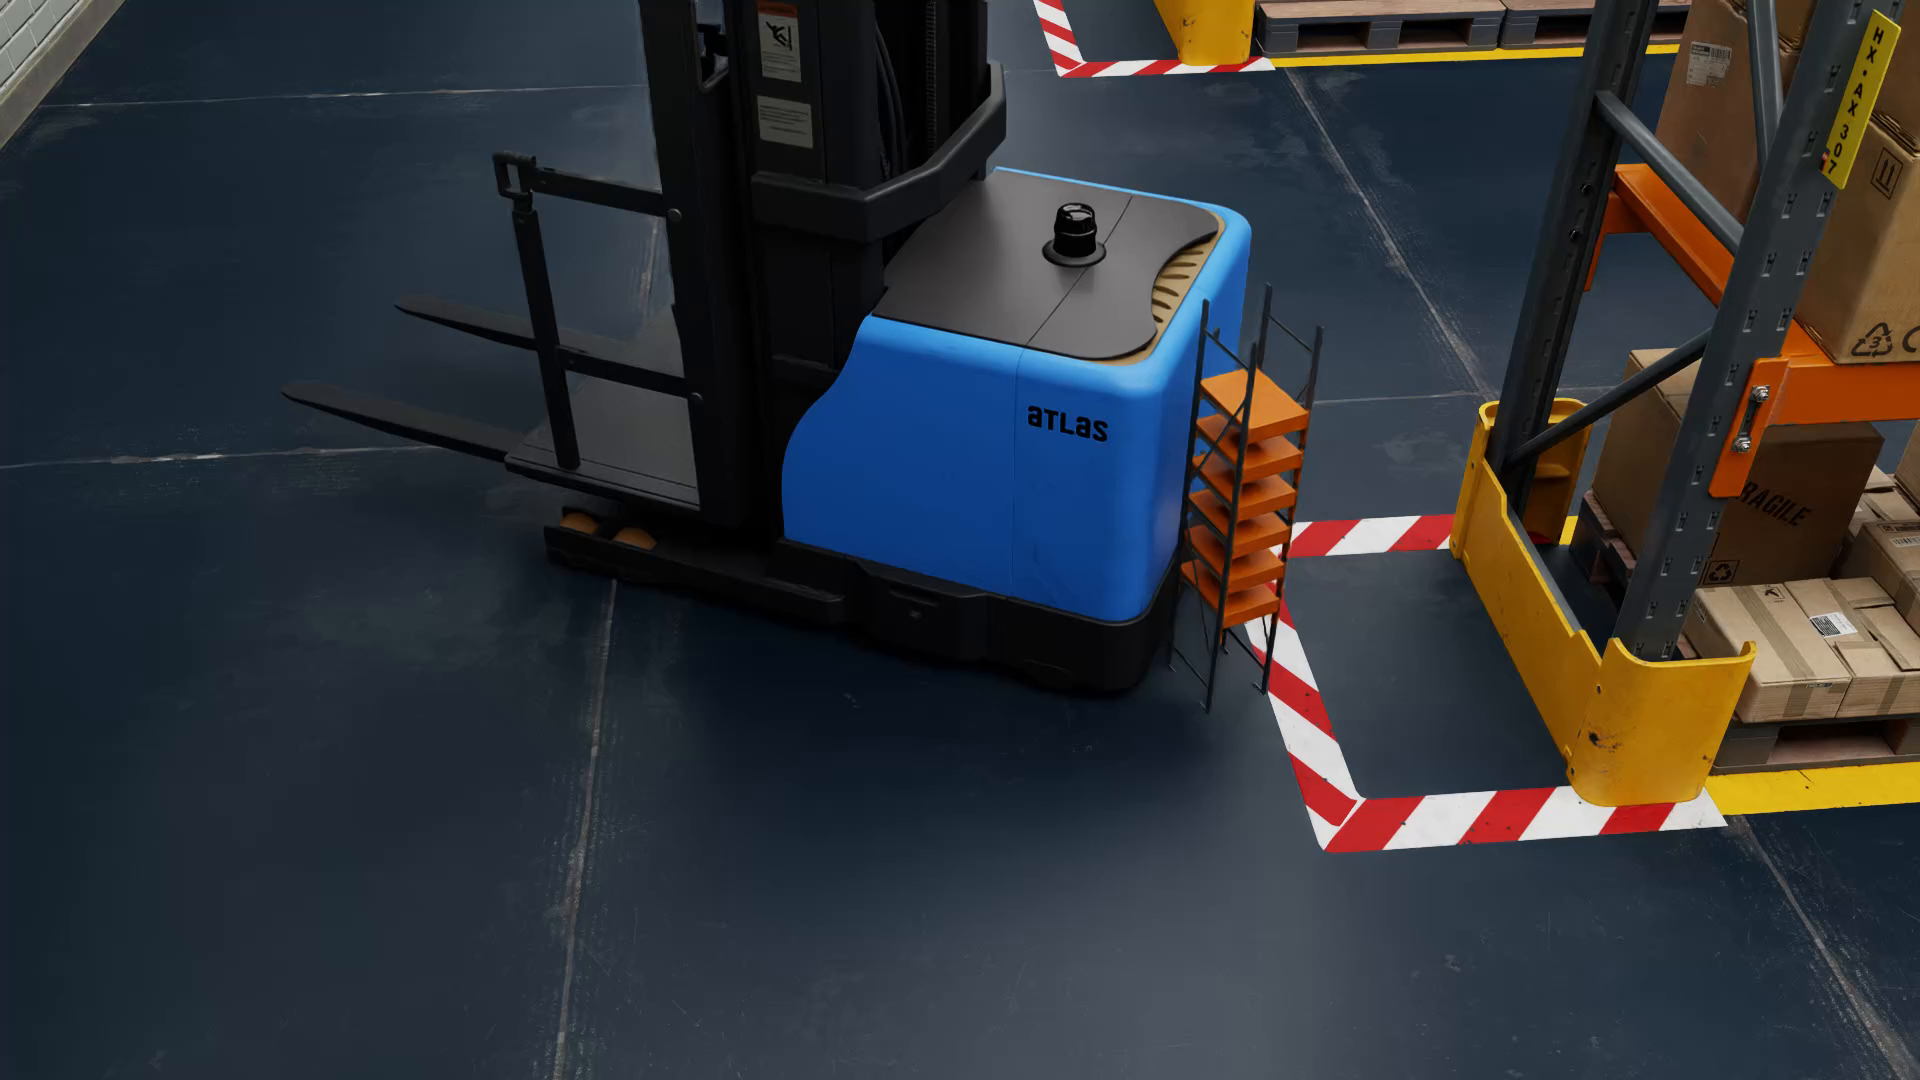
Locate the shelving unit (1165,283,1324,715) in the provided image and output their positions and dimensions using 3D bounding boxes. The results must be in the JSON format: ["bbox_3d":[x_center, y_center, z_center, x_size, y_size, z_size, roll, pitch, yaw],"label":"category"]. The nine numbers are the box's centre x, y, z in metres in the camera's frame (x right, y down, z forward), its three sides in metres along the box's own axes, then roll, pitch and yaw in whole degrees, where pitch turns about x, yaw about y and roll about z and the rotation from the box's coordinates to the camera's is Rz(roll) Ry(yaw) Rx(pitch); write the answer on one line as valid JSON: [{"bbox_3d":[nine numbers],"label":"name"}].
[{"bbox_3d":[0.729,-0.075,4.376,0.189,1.200,0.258,-16,41,-19],"label":"shelving unit"}]

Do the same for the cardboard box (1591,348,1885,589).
[{"bbox_3d":[2.198,-0.213,4.761,0.500,0.500,0.500,-3,38,-4],"label":"cardboard box"}]

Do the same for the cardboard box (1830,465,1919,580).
[{"bbox_3d":[2.609,-0.048,4.822,0.250,0.166,0.380,-3,38,-4],"label":"cardboard box"}]

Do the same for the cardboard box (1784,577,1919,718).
[{"bbox_3d":[2.375,0.275,4.411,0.250,0.166,0.380,-3,38,-4],"label":"cardboard box"}]

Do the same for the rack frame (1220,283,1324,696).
[{"bbox_3d":[0.812,-0.098,4.406,0.006,1.200,0.240,-16,41,-19],"label":"rack frame"}]

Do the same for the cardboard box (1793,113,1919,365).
[{"bbox_3d":[2.144,-0.740,3.686,0.500,0.500,0.500,-2,38,-3],"label":"cardboard box"}]

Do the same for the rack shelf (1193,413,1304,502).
[{"bbox_3d":[0.729,-0.228,4.255,0.180,0.103,0.258,-16,41,-19],"label":"rack shelf"}]

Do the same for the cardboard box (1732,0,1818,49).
[{"bbox_3d":[2.097,-1.465,3.798,0.500,0.500,0.500,-3,38,-4],"label":"cardboard box"}]

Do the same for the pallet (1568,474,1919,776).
[{"bbox_3d":[2.548,0.207,4.818,1.213,0.211,1.003,-3,38,-4],"label":"pallet"}]

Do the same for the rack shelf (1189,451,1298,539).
[{"bbox_3d":[0.729,-0.134,4.329,0.180,0.103,0.258,-16,41,-19],"label":"rack shelf"}]

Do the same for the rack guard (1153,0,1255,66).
[{"bbox_3d":[1.221,-2.905,8.528,0.348,0.500,1.175,-3,38,-4],"label":"rack guard"}]

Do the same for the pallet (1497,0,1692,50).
[{"bbox_3d":[3.281,-2.887,8.739,1.213,0.211,1.003,-3,38,-4],"label":"pallet"}]

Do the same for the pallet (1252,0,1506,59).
[{"bbox_3d":[2.068,-2.822,8.657,1.213,0.211,1.003,-3,38,-4],"label":"pallet"}]

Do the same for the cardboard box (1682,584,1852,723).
[{"bbox_3d":[2.126,0.296,4.400,0.250,0.149,0.380,-3,38,-4],"label":"cardboard box"}]

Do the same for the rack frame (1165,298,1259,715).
[{"bbox_3d":[0.646,-0.051,4.346,0.006,1.200,0.240,-16,41,-19],"label":"rack frame"}]

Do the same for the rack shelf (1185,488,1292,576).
[{"bbox_3d":[0.729,-0.040,4.403,0.180,0.103,0.258,-16,41,-19],"label":"rack shelf"}]

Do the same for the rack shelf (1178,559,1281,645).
[{"bbox_3d":[0.729,0.149,4.552,0.180,0.103,0.258,-16,41,-19],"label":"rack shelf"}]

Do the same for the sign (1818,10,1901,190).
[{"bbox_3d":[1.727,-0.845,3.200,0.005,0.325,0.100,-3,38,-4],"label":"sign"}]

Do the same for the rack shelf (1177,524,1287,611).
[{"bbox_3d":[0.729,0.054,4.478,0.180,0.103,0.258,-16,41,-19],"label":"rack shelf"}]

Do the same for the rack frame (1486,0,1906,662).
[{"bbox_3d":[1.678,-0.839,3.892,0.127,3.000,1.000,-3,38,-4],"label":"rack frame"}]

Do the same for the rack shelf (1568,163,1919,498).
[{"bbox_3d":[3.670,-0.667,4.254,4.000,0.370,1.077,-3,38,-4],"label":"rack shelf"}]

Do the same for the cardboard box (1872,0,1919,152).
[{"bbox_3d":[2.144,-1.133,3.376,0.500,0.500,0.500,-2,38,-3],"label":"cardboard box"}]

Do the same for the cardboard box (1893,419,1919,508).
[{"bbox_3d":[3.147,-0.148,4.881,0.500,0.250,0.500,-3,38,-4],"label":"cardboard box"}]

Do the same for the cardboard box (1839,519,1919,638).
[{"bbox_3d":[2.743,0.185,4.459,0.500,0.250,0.500,-3,38,-4],"label":"cardboard box"}]

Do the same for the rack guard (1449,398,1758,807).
[{"bbox_3d":[1.754,0.138,4.672,0.348,0.500,1.175,-3,38,-4],"label":"rack guard"}]

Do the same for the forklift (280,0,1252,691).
[{"bbox_3d":[-0.730,-1.310,4.544,3.031,2.935,1.130,14,40,17],"label":"forklift"}]

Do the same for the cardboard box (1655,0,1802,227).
[{"bbox_3d":[2.100,-1.071,4.105,0.500,0.500,0.500,-2,38,-3],"label":"cardboard box"}]

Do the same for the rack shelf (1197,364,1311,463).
[{"bbox_3d":[0.729,-0.323,4.181,0.180,0.103,0.258,-16,41,-19],"label":"rack shelf"}]
